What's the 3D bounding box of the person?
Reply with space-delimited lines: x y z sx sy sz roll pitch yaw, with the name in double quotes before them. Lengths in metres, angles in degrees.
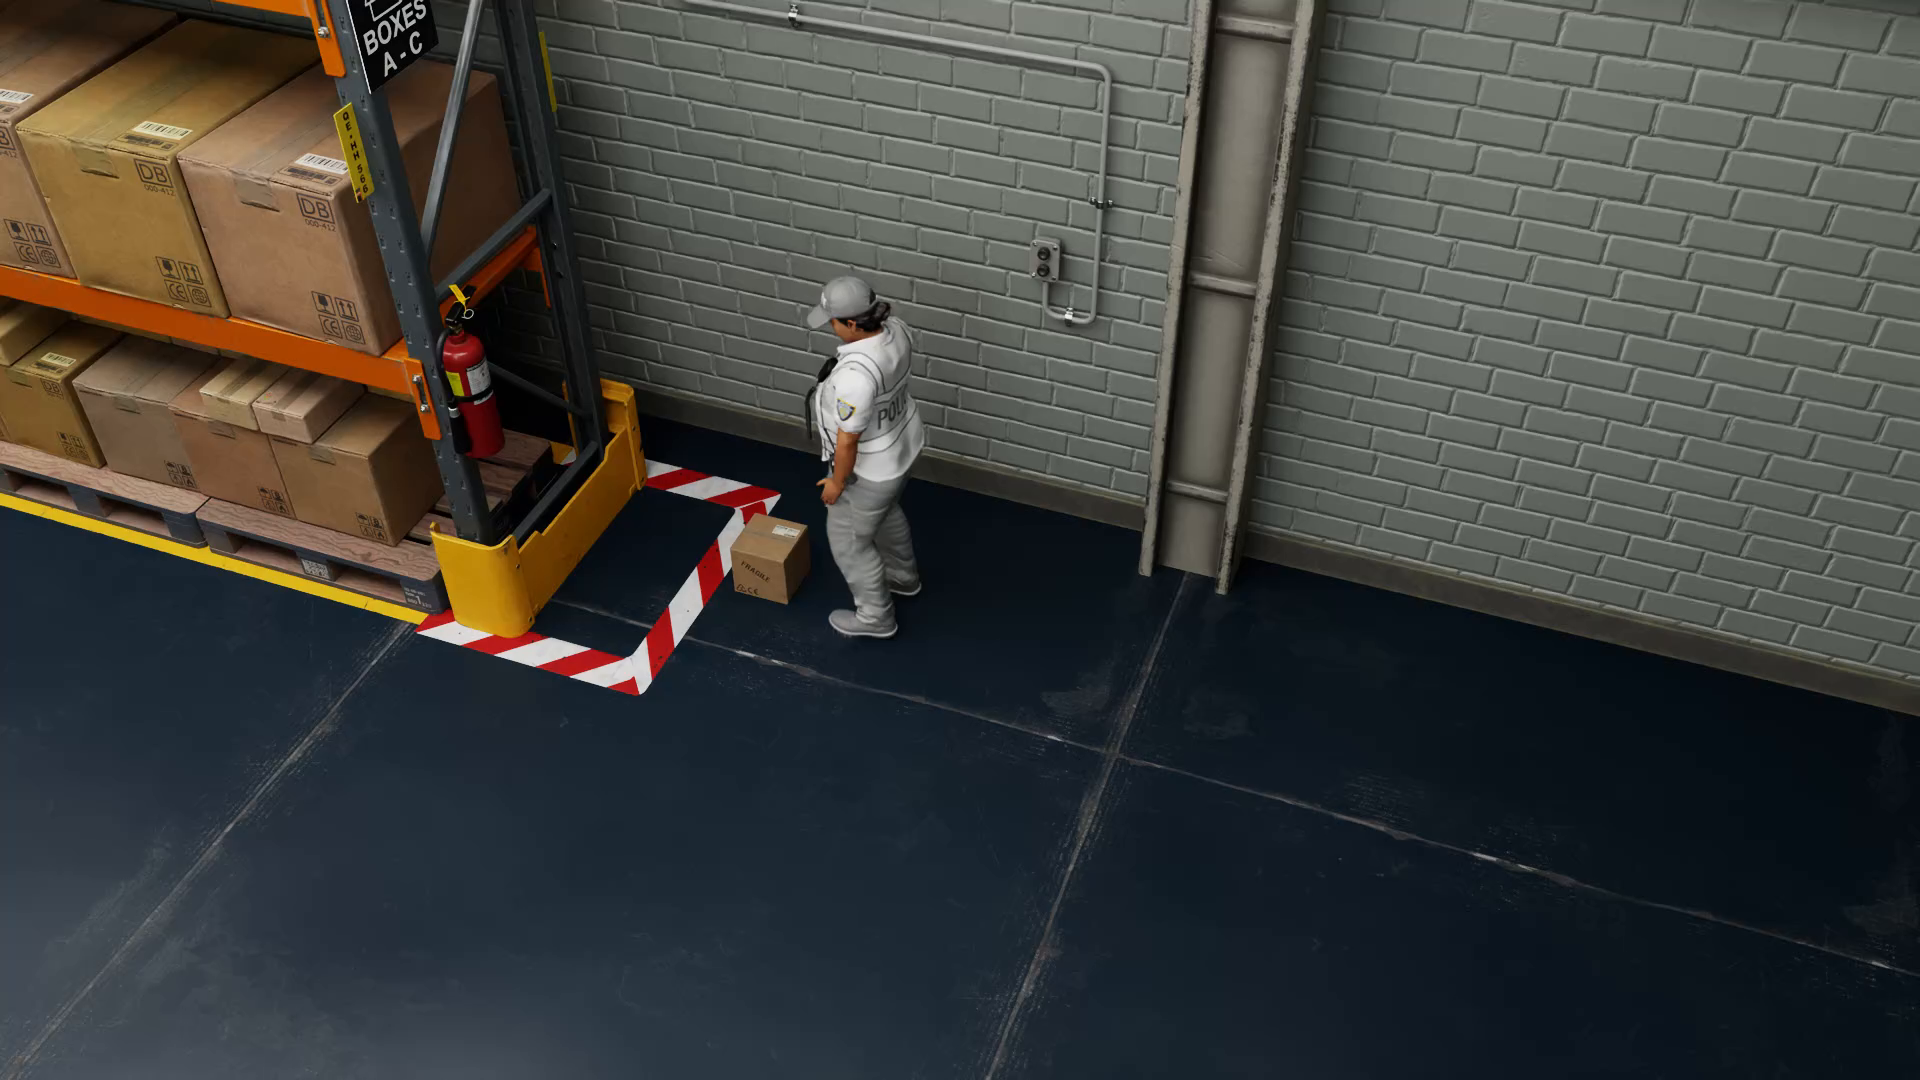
"person" -0.365 -0.312 6.525 0.402 1.650 0.476 14 44 16
